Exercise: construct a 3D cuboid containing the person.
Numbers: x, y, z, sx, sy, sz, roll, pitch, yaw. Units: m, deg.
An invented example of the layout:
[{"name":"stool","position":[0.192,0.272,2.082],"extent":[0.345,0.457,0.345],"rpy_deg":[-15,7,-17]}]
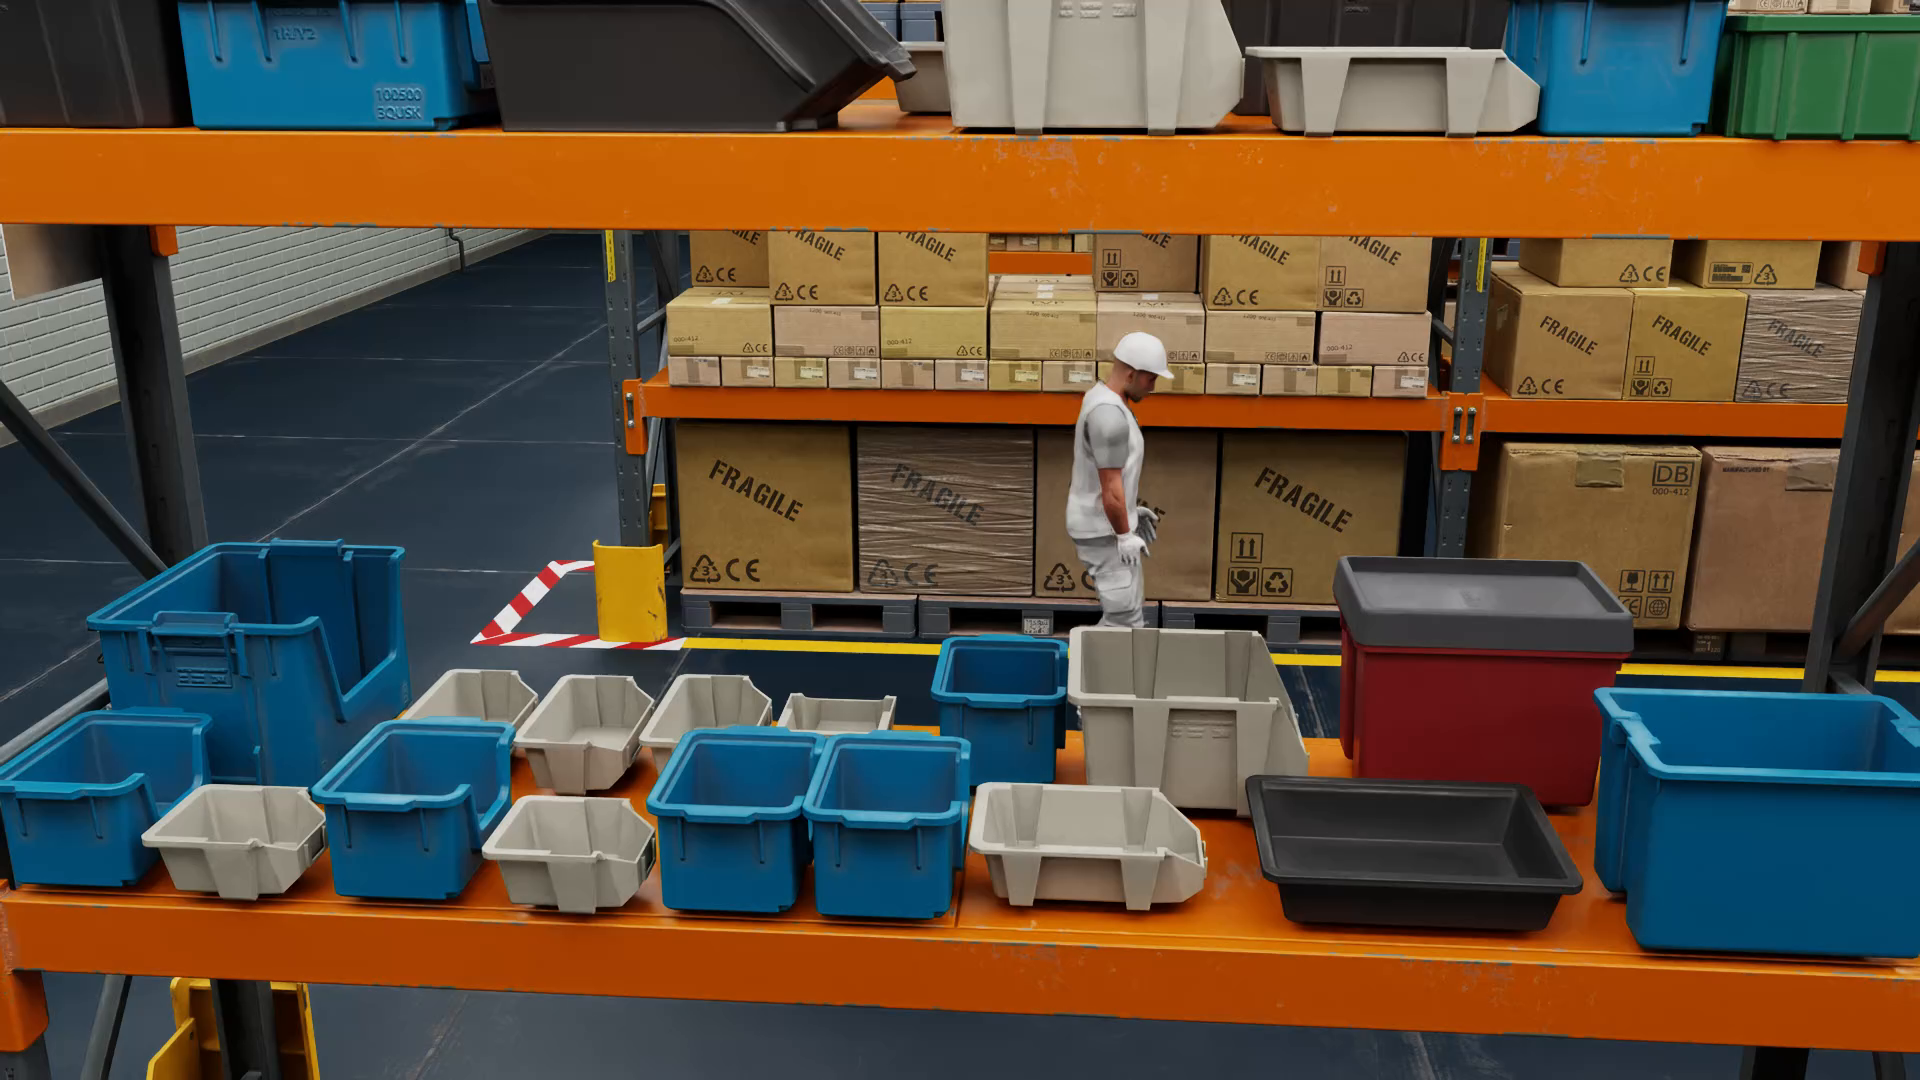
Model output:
[{"name":"person","position":[0.680,-0.036,7.203],"extent":[0.443,1.744,0.541],"rpy_deg":[2,17,5]}]
